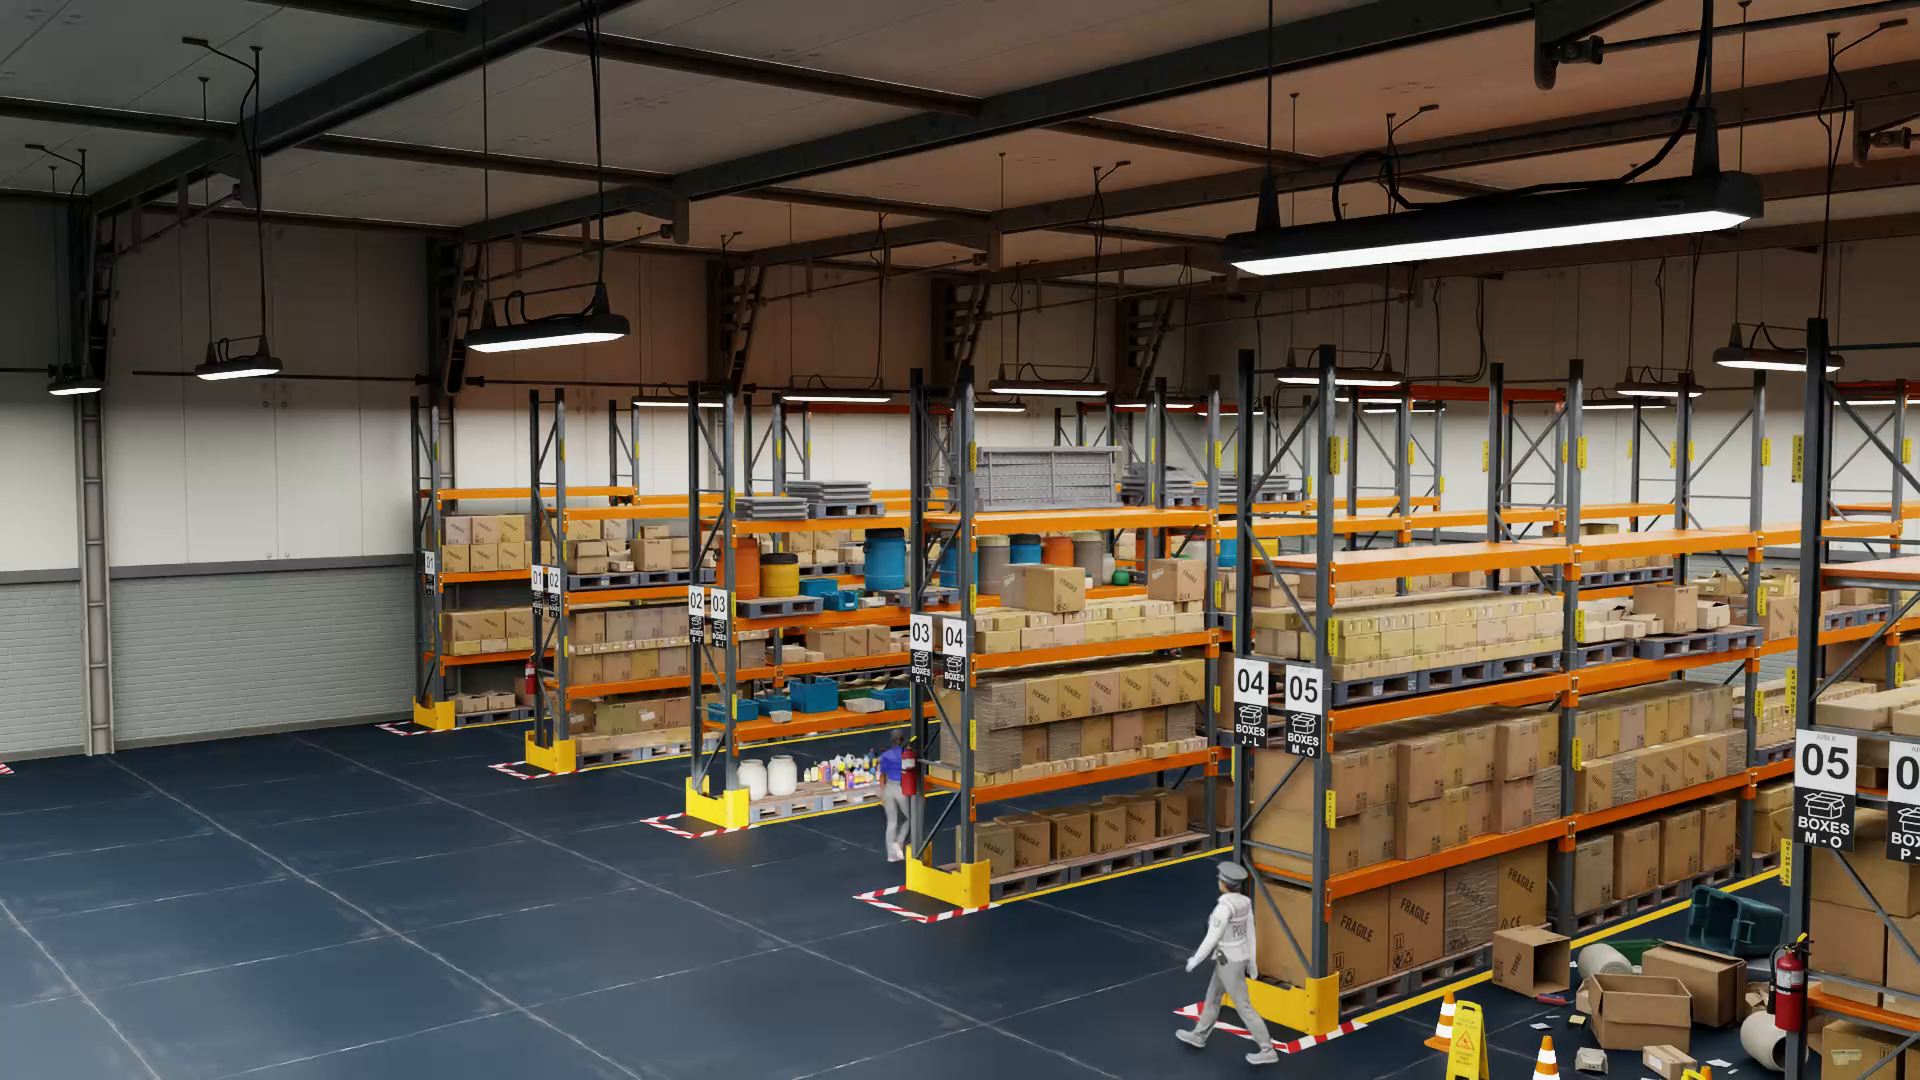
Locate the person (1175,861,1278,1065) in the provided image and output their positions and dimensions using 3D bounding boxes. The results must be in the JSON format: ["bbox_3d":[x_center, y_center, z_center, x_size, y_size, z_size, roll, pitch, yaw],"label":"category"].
[{"bbox_3d":[2.211,3.503,13.883,0.971,1.635,0.462,2,4,28],"label":"person"}]

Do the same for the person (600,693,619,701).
[{"bbox_3d":[-6.010,2.676,28.822,0.459,1.614,0.450,-2,4,-33],"label":"person"}]

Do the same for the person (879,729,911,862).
[{"bbox_3d":[-0.767,3.121,20.344,0.454,1.648,0.483,1,3,14],"label":"person"}]
